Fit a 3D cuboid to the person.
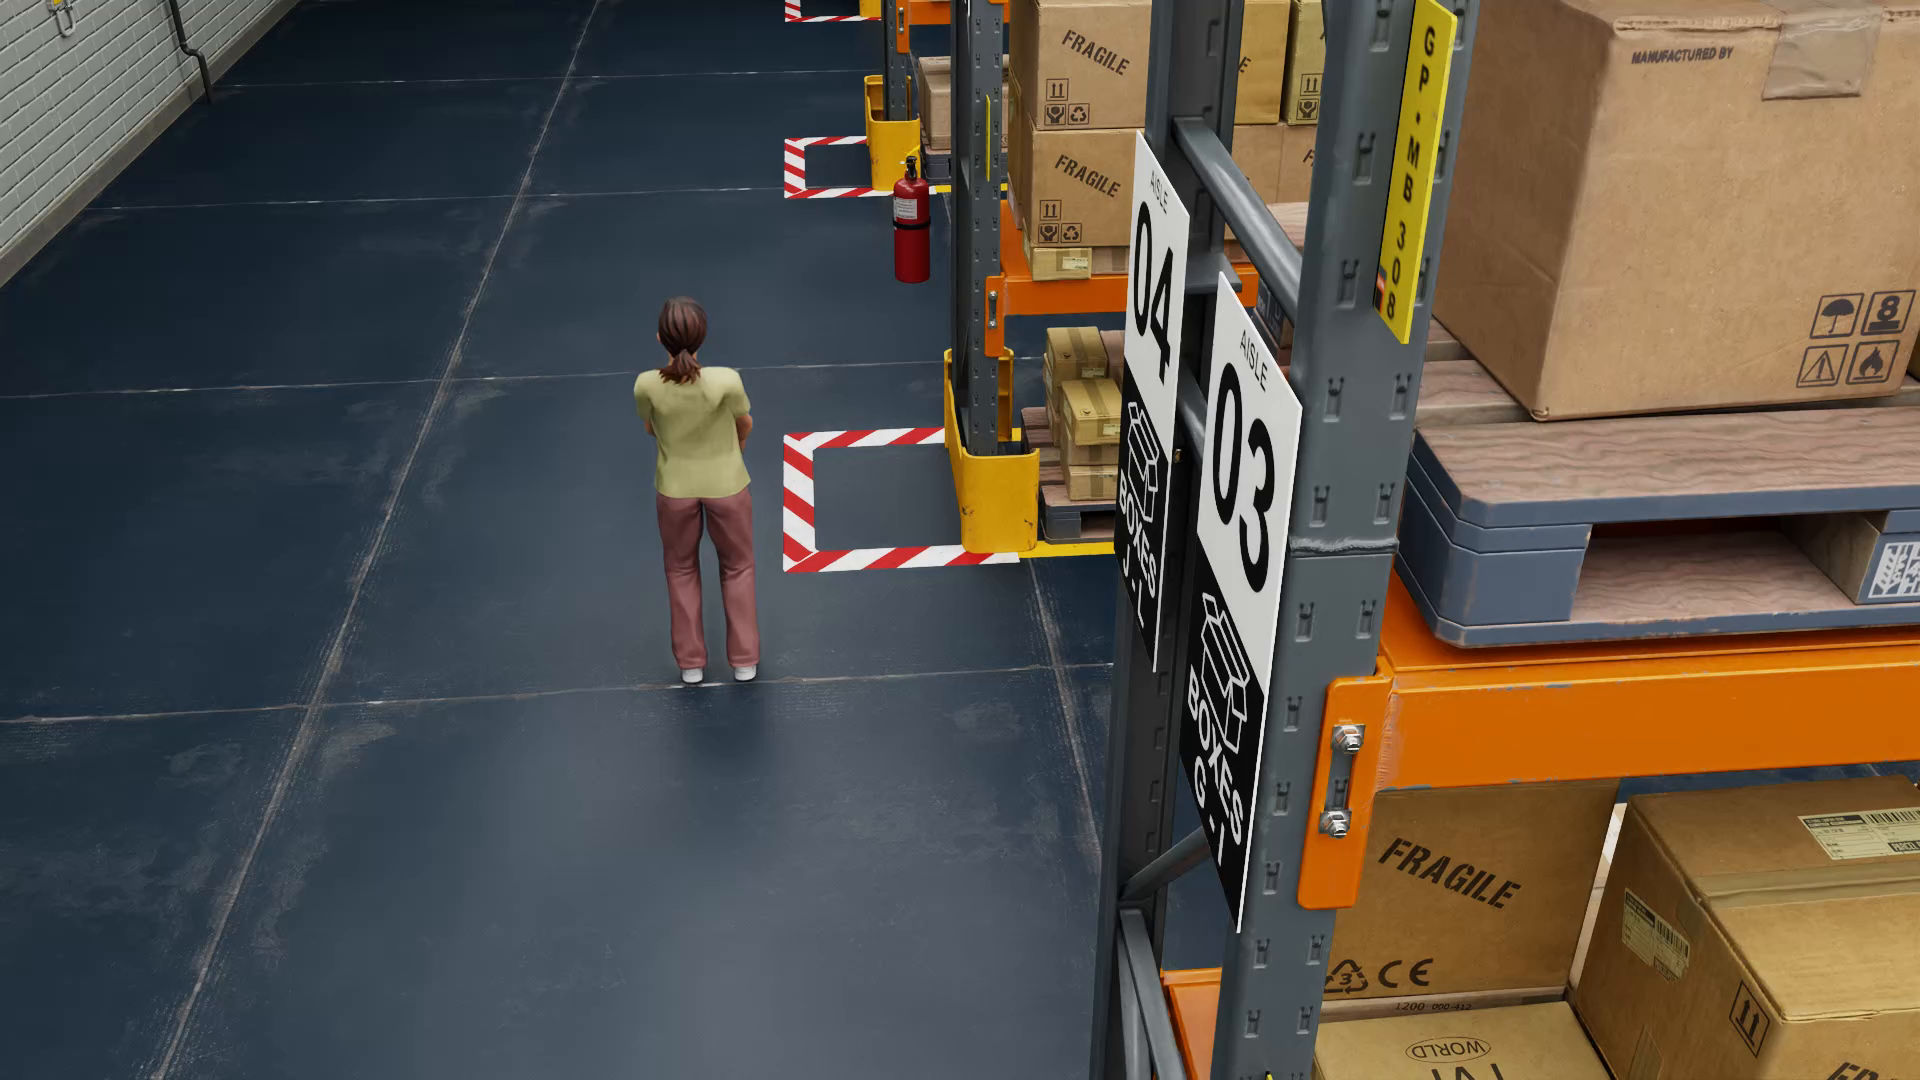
[{"bbox_3d":[-1.007,-0.215,6.520,0.425,1.645,0.540,-2,31,-3],"label":"person"}]
